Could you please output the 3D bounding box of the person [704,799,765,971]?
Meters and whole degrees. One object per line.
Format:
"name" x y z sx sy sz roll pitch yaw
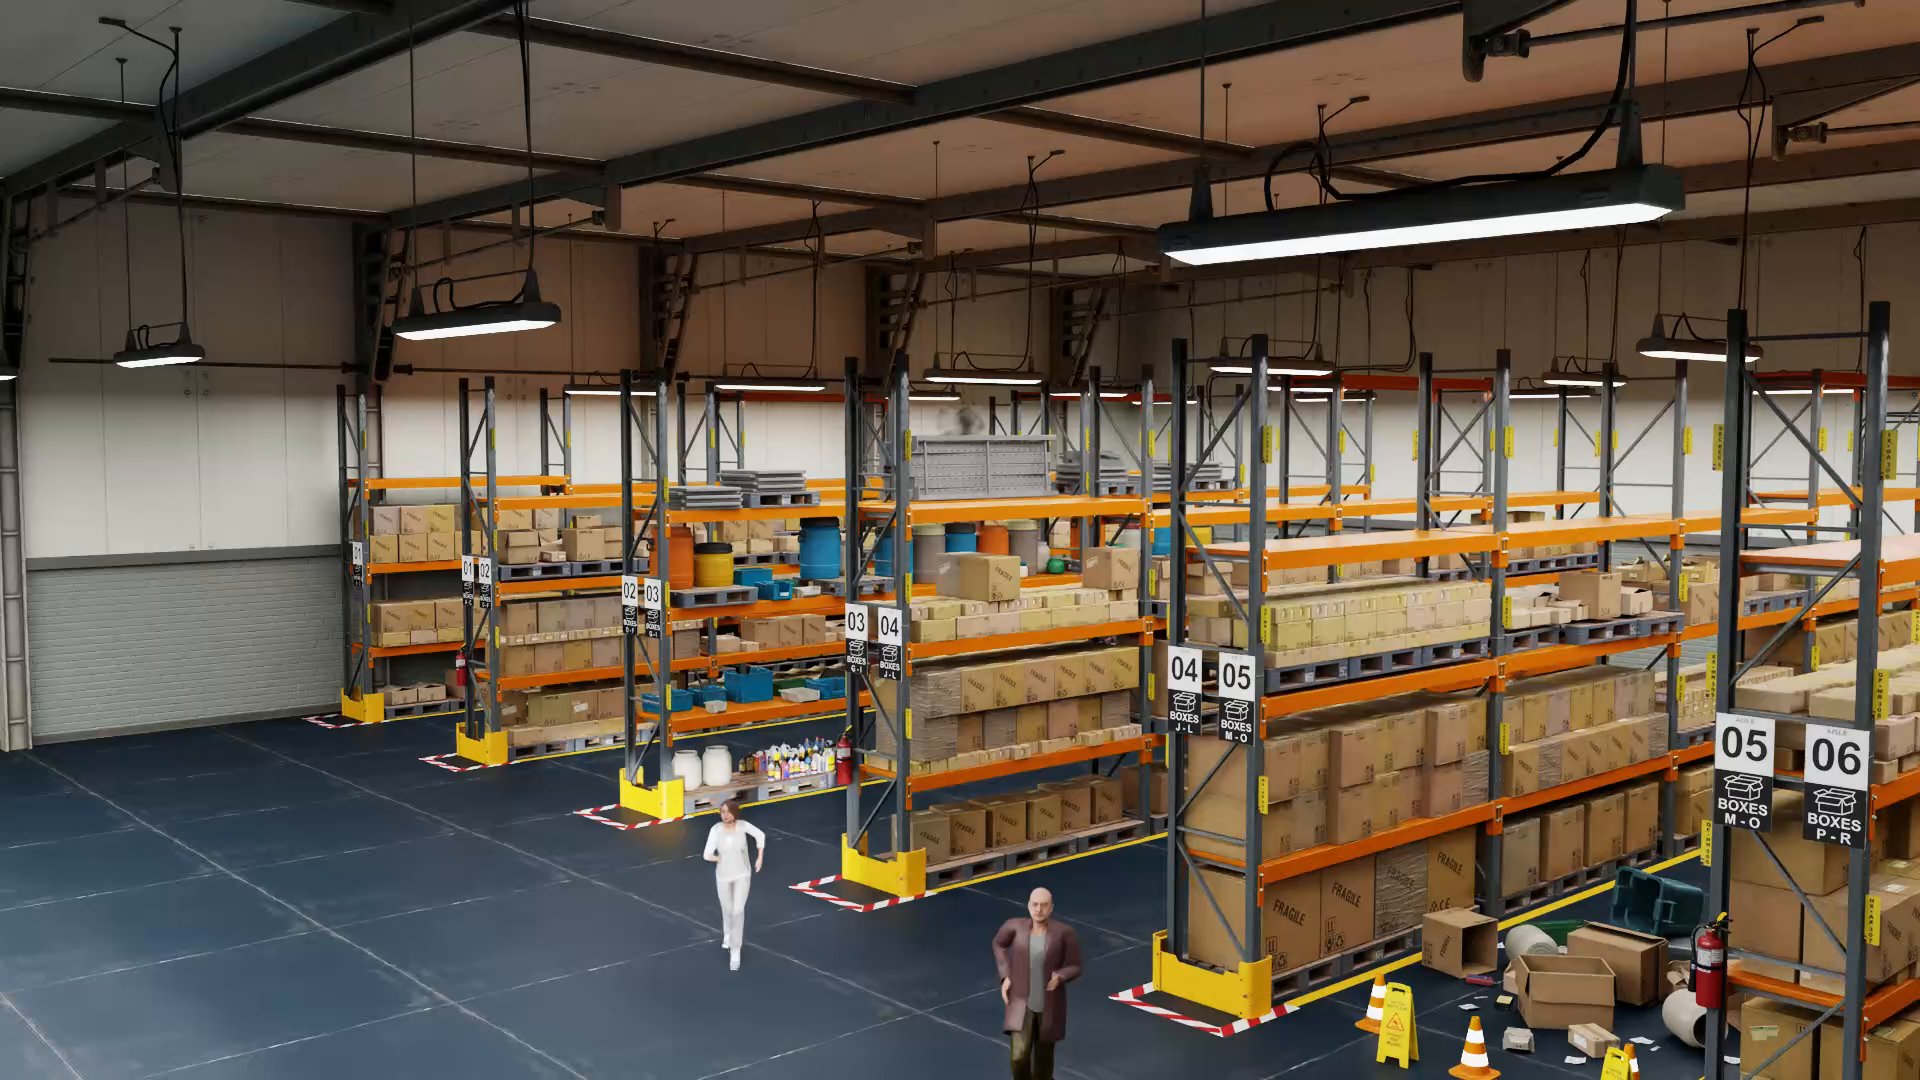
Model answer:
"person" -2.192 3.306 16.154 0.545 1.625 0.834 0 4 4

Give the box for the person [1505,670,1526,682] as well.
"person" 8.197 2.685 24.475 0.677 1.796 0.684 4 5 44

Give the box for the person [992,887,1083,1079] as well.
"person" 0.568 3.480 12.327 0.679 1.818 0.803 0 4 4
